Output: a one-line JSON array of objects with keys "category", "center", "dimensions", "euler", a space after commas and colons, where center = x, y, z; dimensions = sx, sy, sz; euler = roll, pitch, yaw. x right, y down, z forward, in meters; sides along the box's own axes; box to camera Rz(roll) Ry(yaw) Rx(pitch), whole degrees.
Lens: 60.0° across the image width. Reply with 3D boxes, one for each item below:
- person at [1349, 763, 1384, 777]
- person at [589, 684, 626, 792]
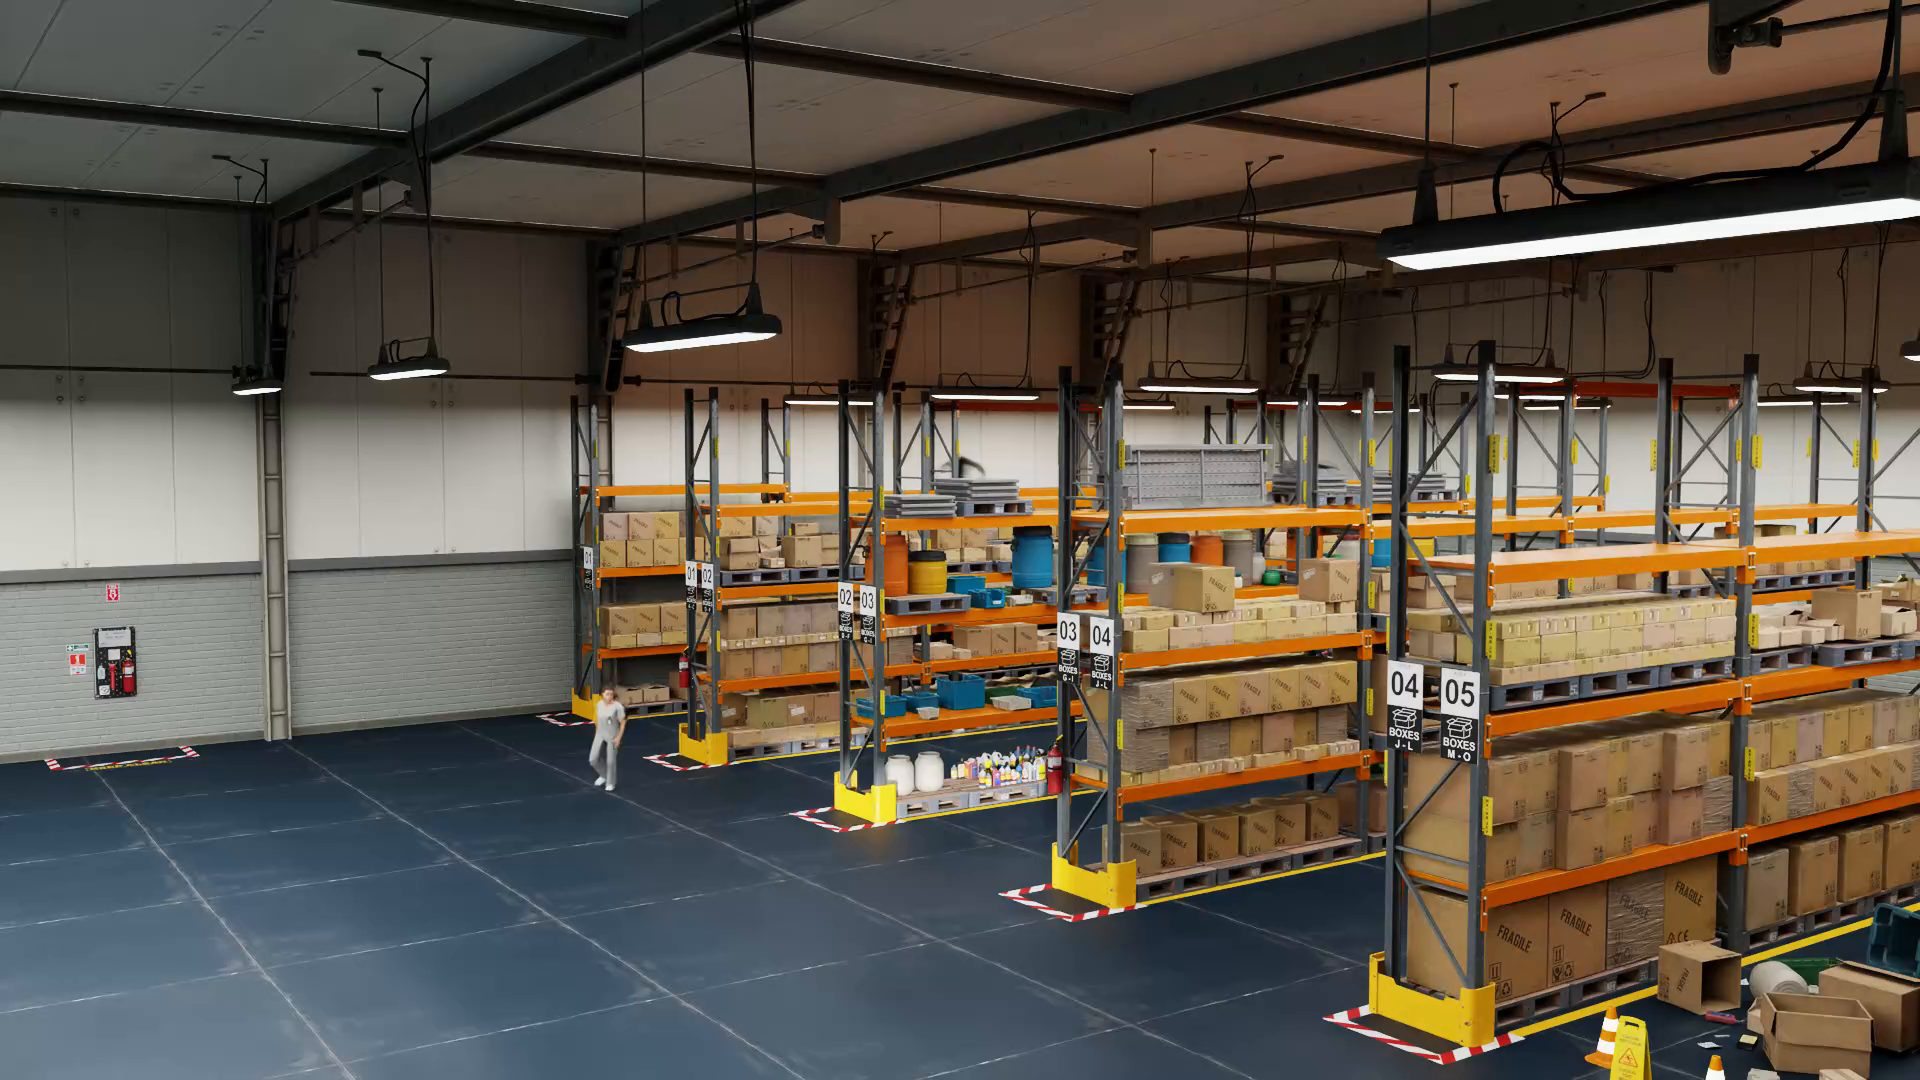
[{"category": "person", "center": [5.931, 2.926, 24.018], "dimensions": [1.075, 1.600, 0.657], "euler": [-2, 4, -24]}, {"category": "person", "center": [-5.128, 2.893, 24.301], "dimensions": [0.582, 1.621, 0.583], "euler": [1, 3, 10]}]
